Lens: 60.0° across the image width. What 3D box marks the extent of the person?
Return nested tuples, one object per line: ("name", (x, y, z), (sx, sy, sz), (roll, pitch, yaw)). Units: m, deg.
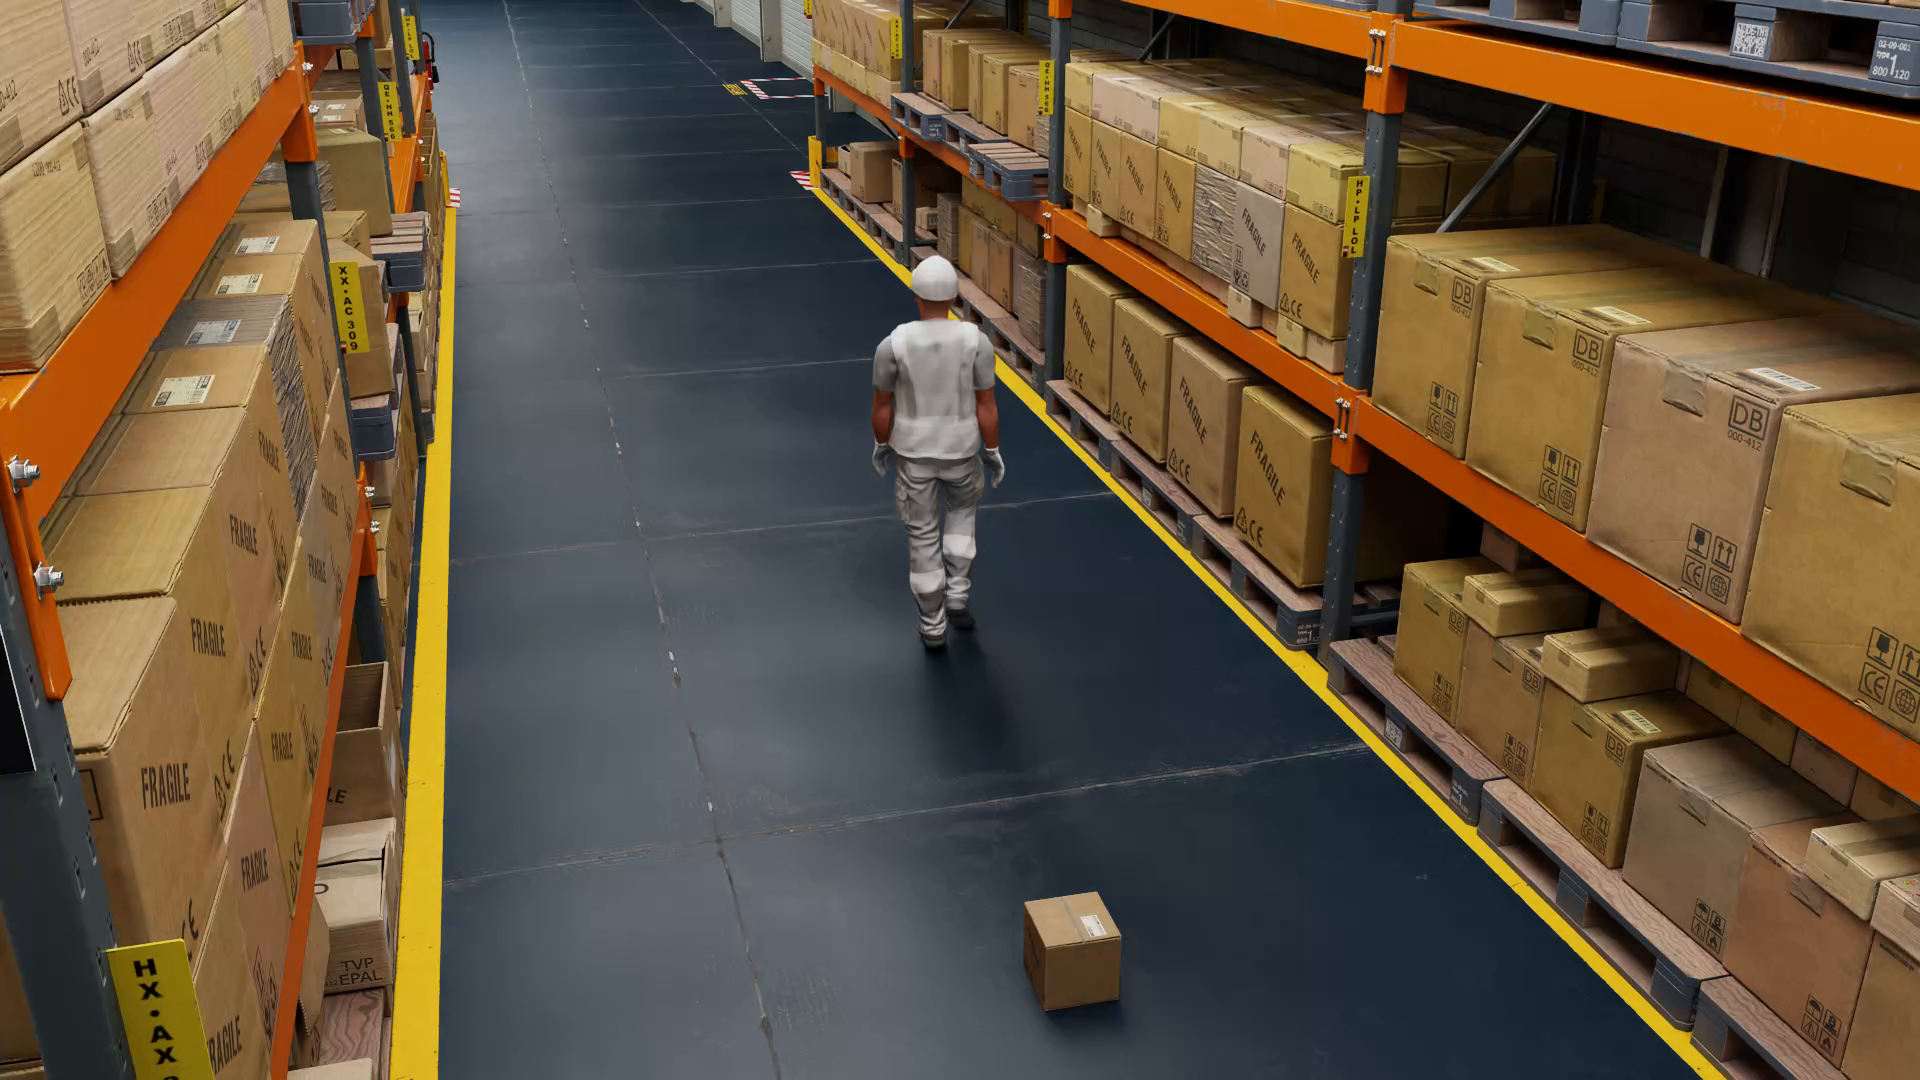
("person", (-0.106, -0.392, 7.469), (0.584, 1.822, 0.472), (-3, 23, -7))
